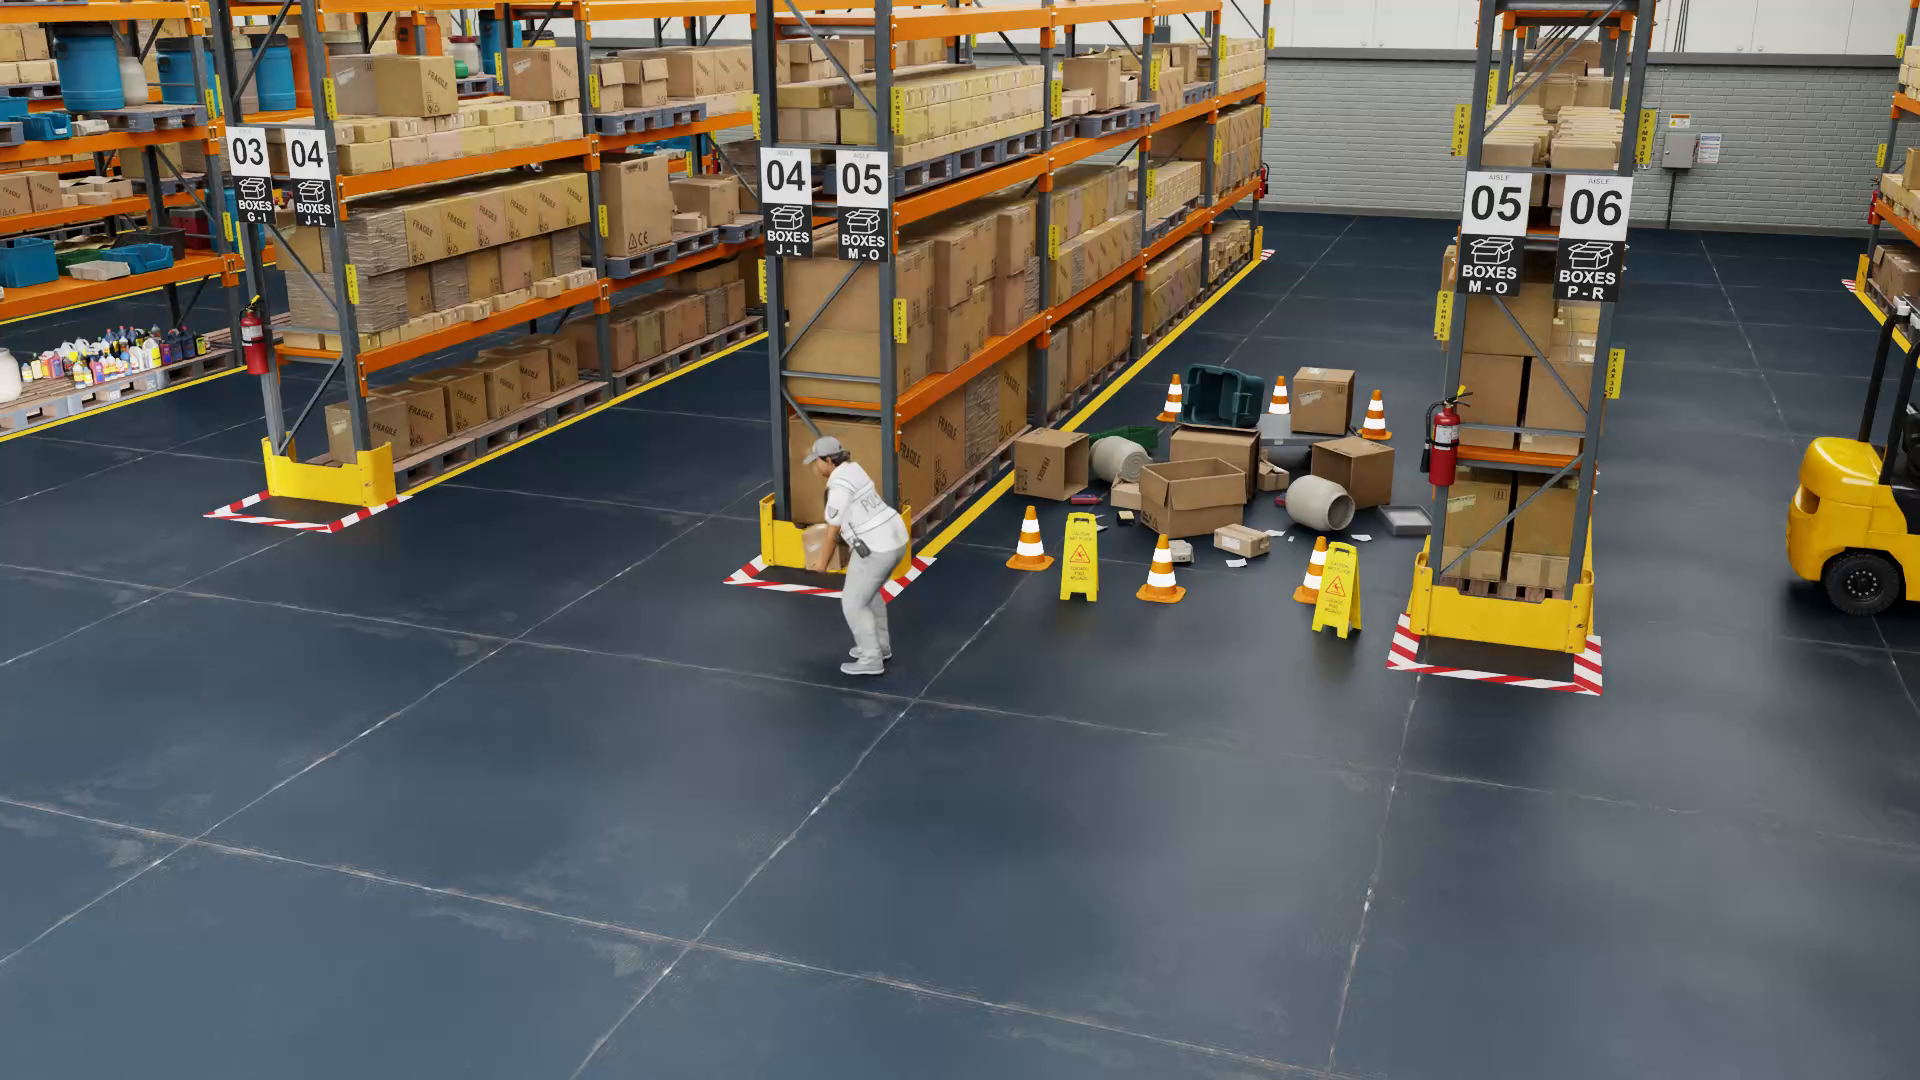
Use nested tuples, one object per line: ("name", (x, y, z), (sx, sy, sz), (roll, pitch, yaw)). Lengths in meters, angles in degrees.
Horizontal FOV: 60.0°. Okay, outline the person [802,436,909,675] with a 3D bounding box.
("person", (-0.688, 0.092, 10.948), (0.683, 1.572, 0.452), (6, 20, 17))
